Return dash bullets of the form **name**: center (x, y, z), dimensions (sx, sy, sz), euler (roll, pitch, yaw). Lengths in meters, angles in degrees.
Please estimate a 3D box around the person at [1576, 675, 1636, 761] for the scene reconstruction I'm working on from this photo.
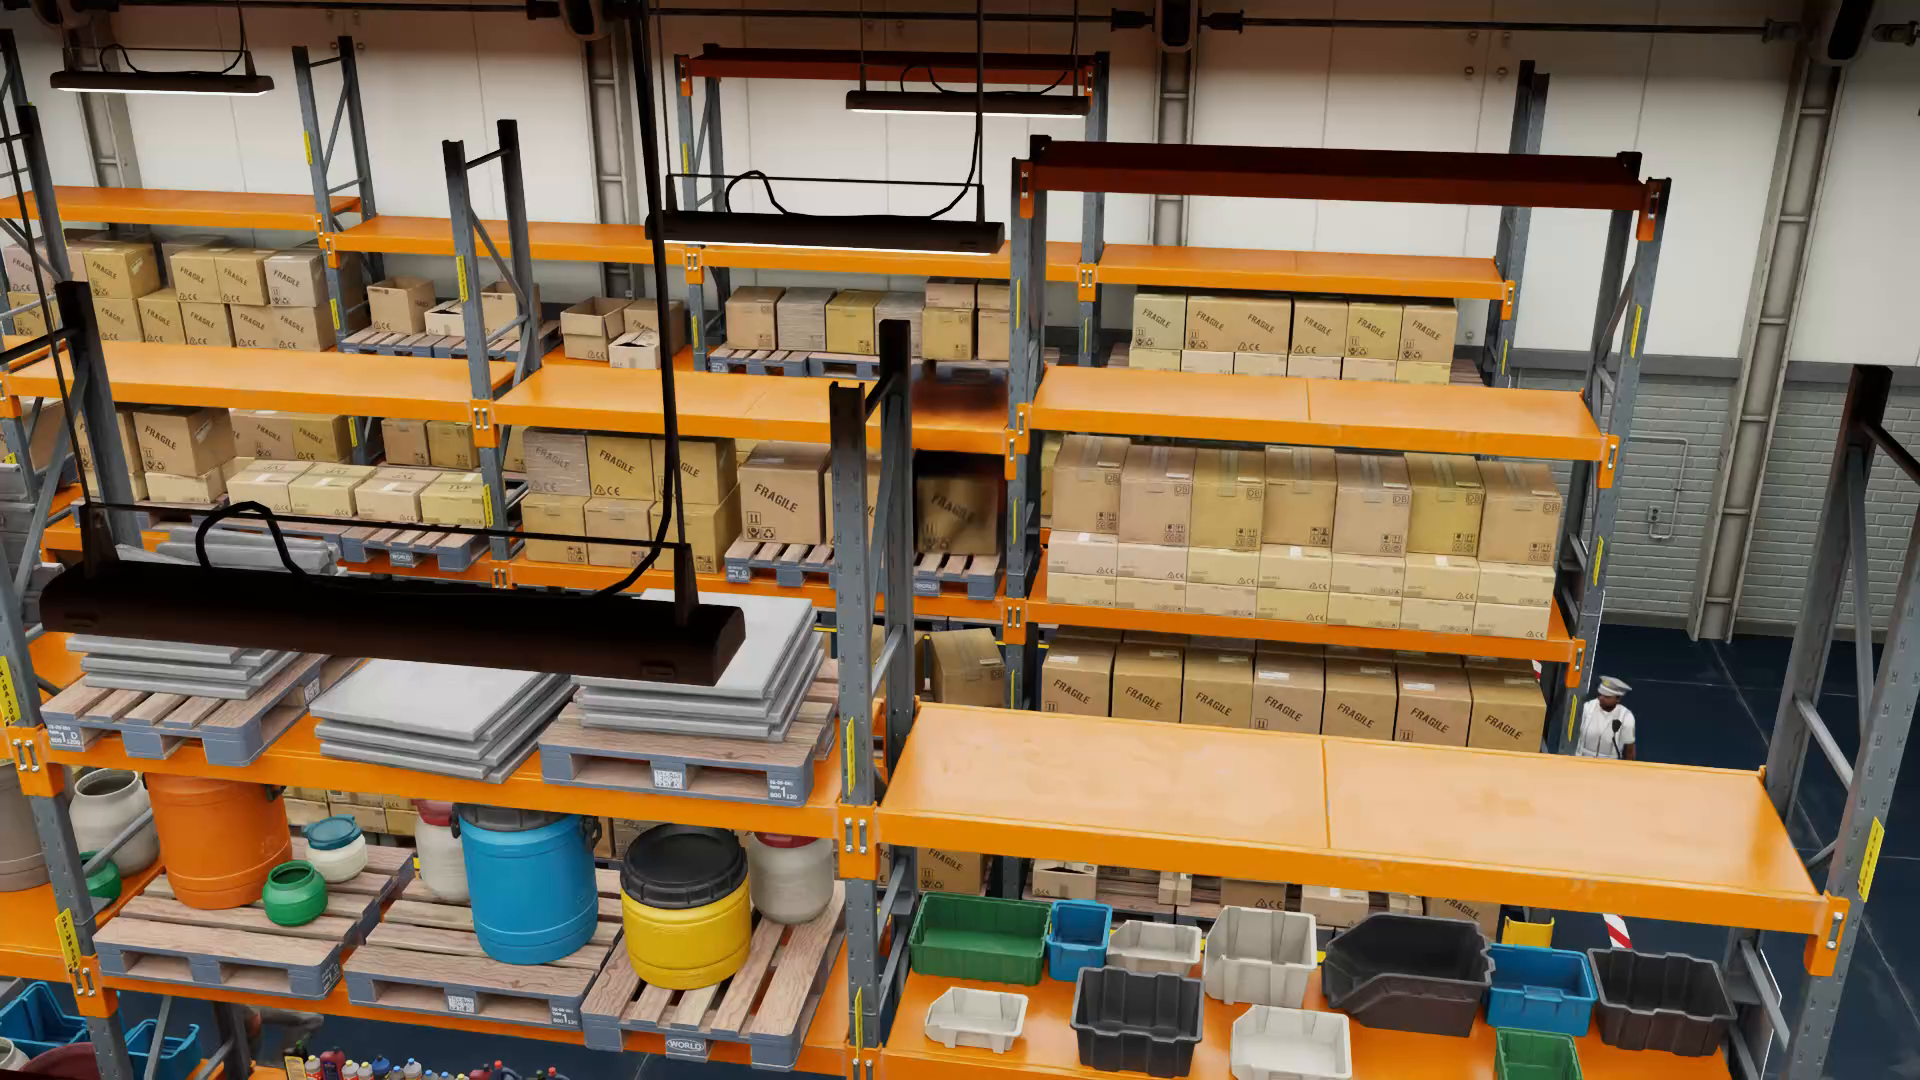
- **person**: center (5.295, 1.889, 13.770), dimensions (0.553, 1.707, 0.356), euler (11, 26, 25)

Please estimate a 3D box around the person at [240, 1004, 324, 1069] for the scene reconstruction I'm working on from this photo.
- **person**: center (-4.635, 2.988, 11.029), dimensions (0.648, 1.762, 0.562), euler (-15, 27, -31)
